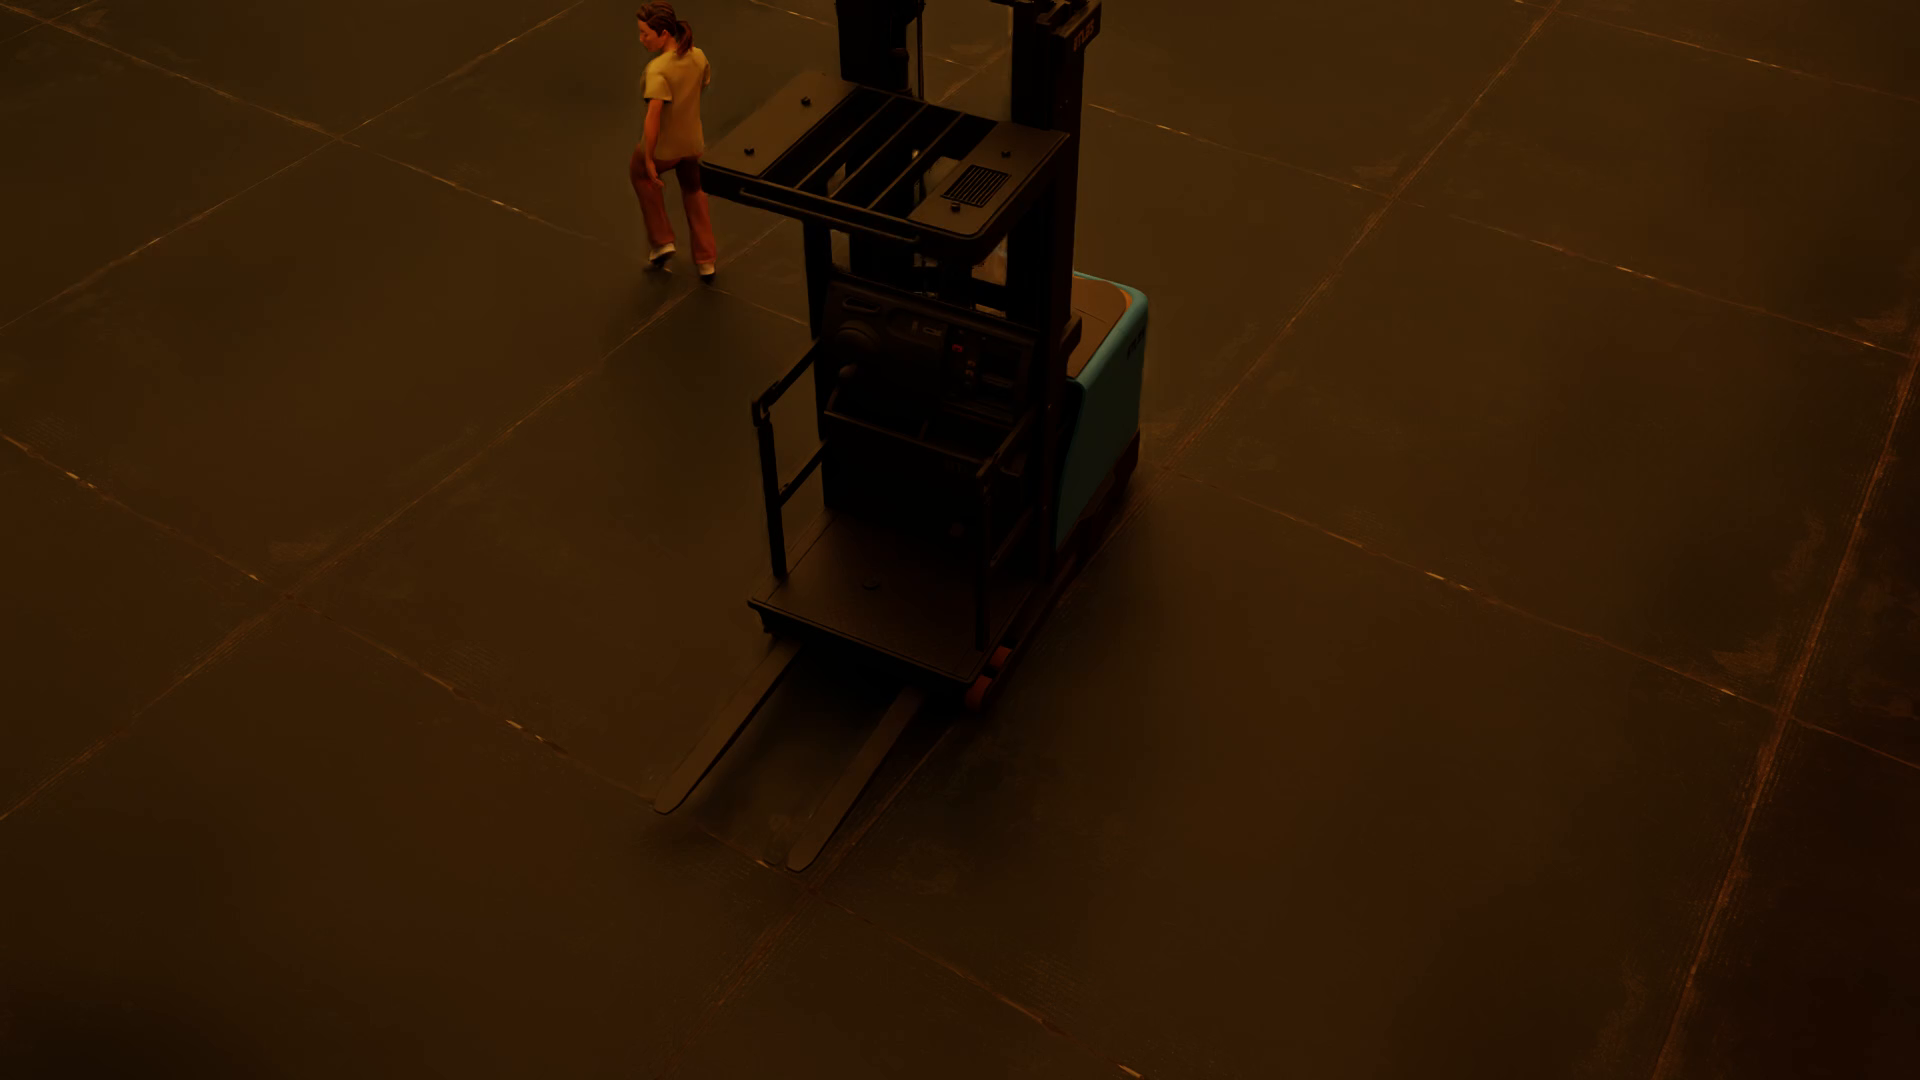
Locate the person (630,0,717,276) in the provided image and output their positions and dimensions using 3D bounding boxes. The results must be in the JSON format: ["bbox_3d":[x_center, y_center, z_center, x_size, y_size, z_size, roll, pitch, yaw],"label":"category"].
[{"bbox_3d":[-1.563,-2.155,9.112,0.590,1.646,0.697,-25,49,-24],"label":"person"}]

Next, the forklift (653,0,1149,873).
[{"bbox_3d":[-0.231,-0.669,6.555,1.130,2.935,3.031,19,47,19],"label":"forklift"}]
